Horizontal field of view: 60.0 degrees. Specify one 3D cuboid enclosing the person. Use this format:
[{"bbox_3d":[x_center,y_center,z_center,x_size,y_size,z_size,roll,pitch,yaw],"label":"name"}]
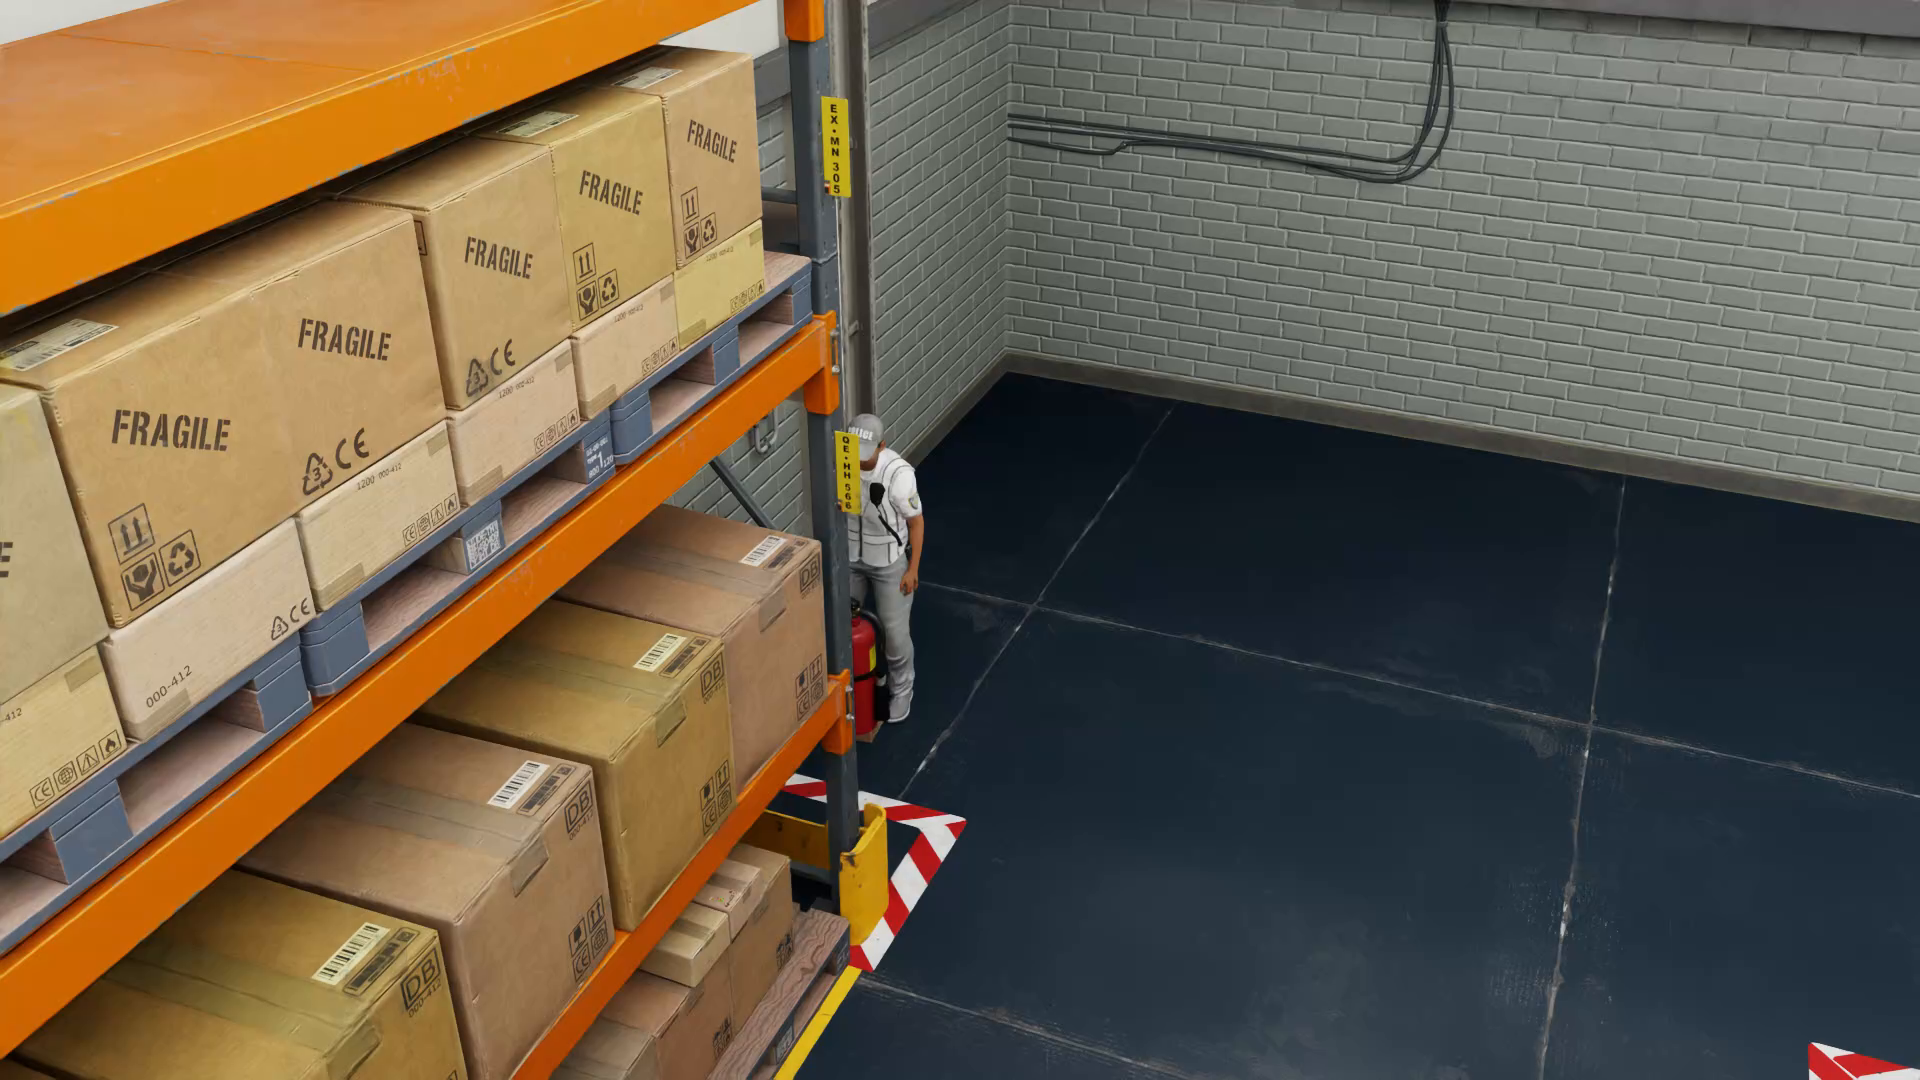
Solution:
[{"bbox_3d":[-0.445,0.113,8.188,0.537,1.665,0.470,11,32,19],"label":"person"}]
